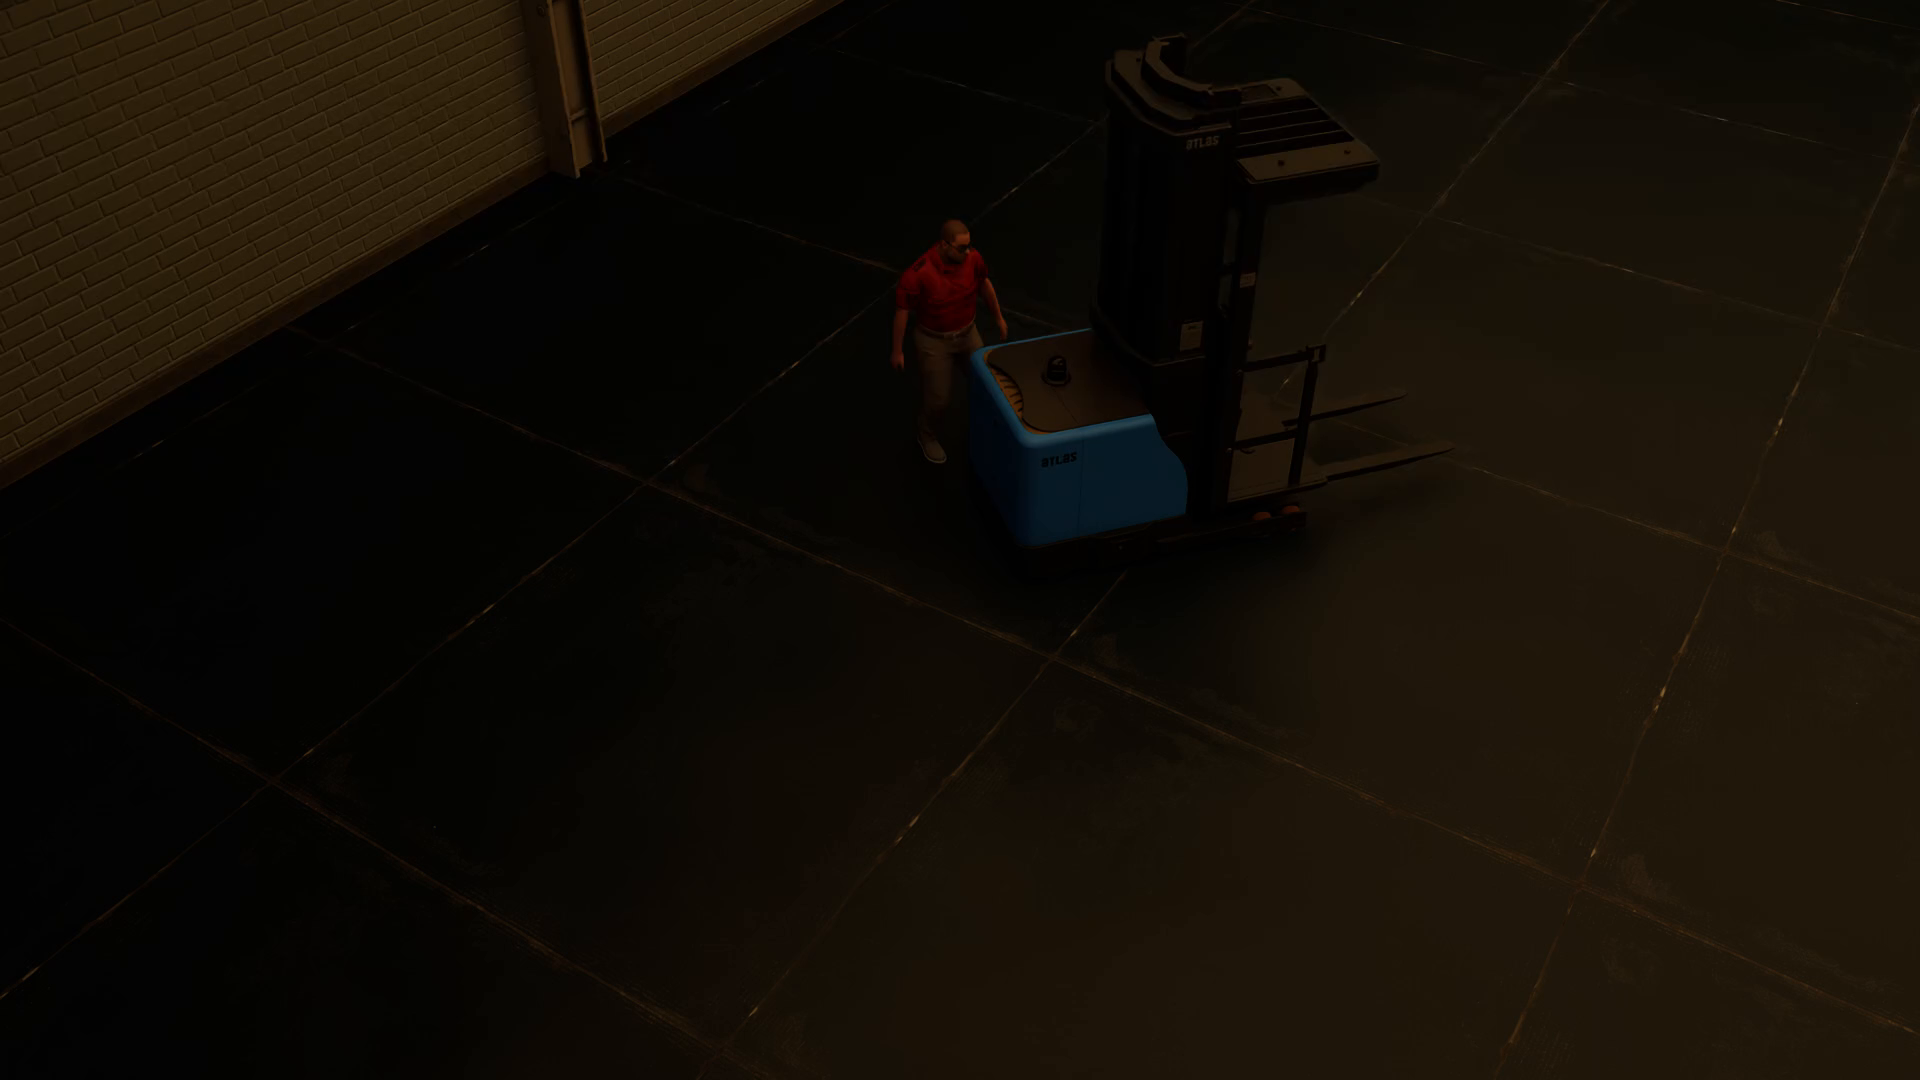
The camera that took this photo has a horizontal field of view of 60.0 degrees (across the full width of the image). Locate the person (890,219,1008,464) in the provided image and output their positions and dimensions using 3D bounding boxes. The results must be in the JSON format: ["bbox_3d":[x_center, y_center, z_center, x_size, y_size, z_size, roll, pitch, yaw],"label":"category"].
[{"bbox_3d":[-0.049,-1.264,10.412,0.818,1.703,0.393,-24,46,-25],"label":"person"}]

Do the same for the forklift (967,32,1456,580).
[{"bbox_3d":[1.619,-1.442,9.668,3.031,2.935,1.130,-12,42,-14],"label":"forklift"}]
